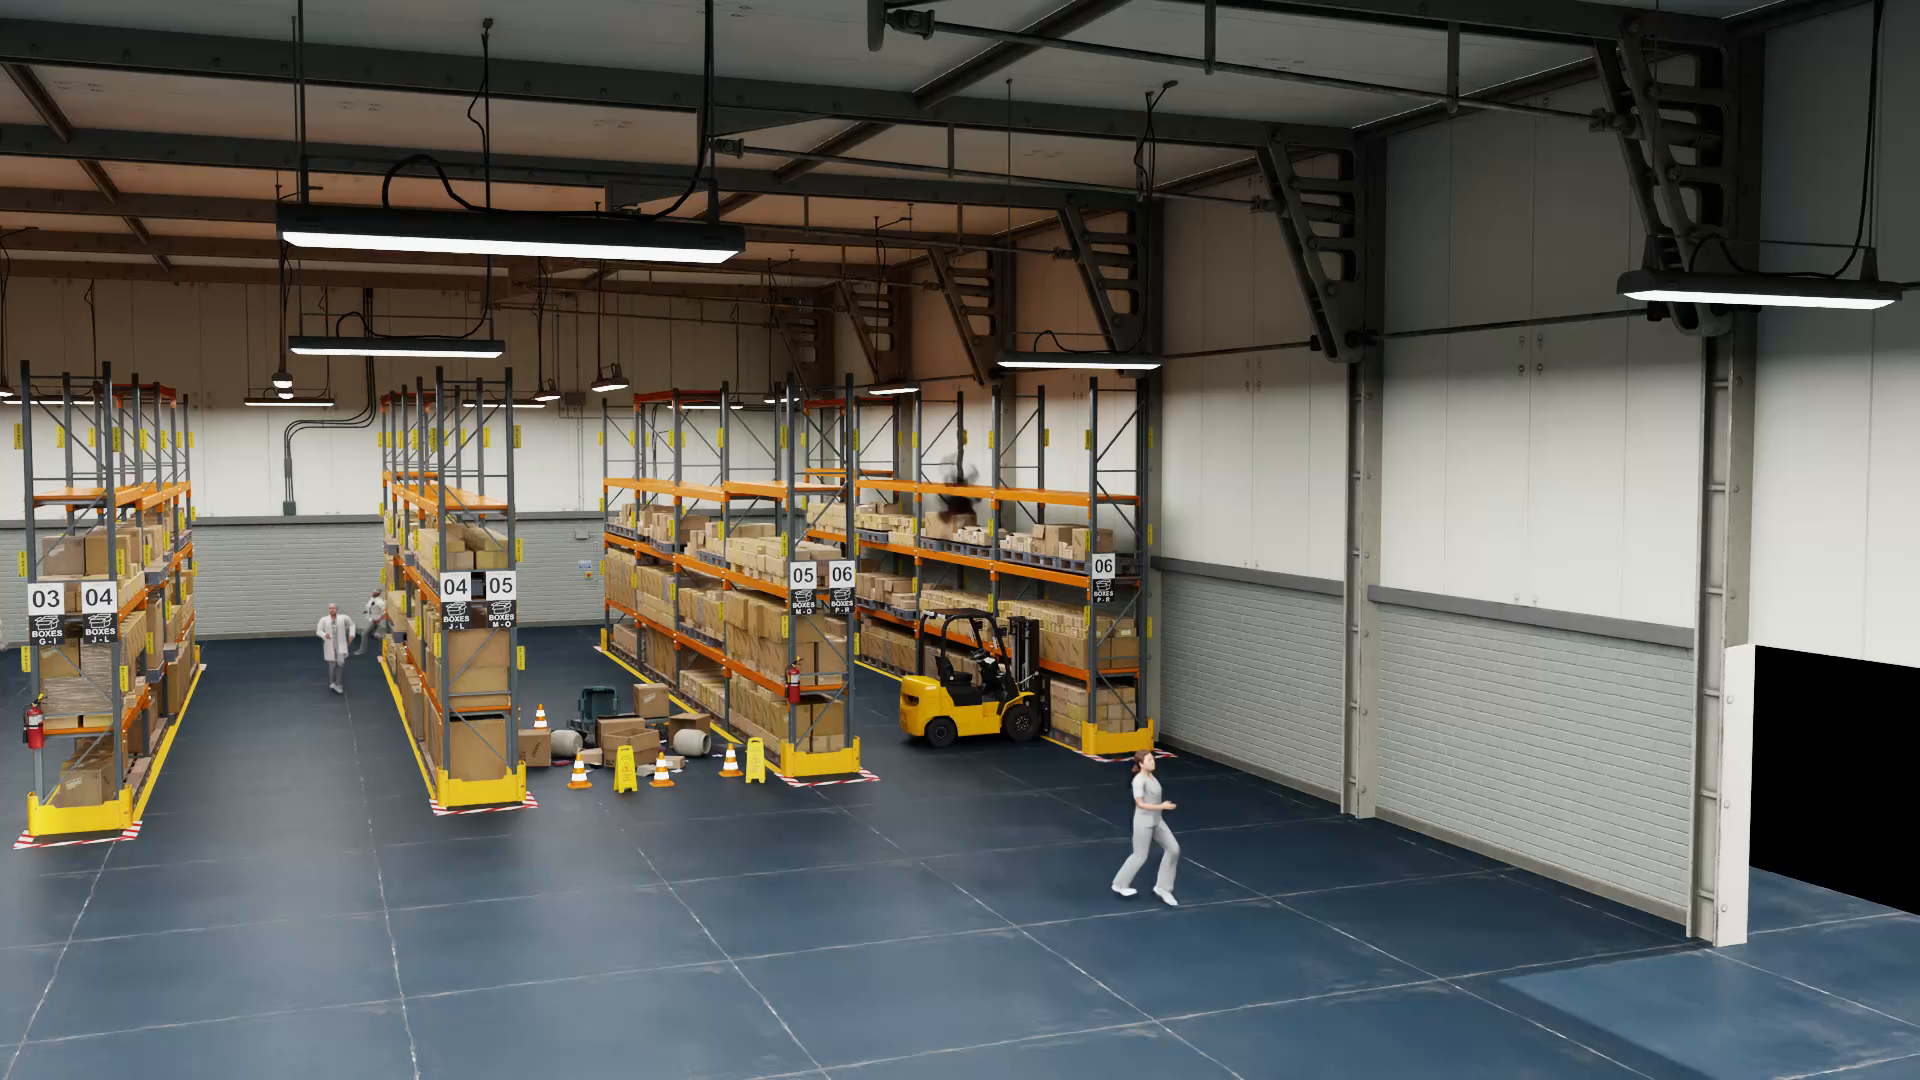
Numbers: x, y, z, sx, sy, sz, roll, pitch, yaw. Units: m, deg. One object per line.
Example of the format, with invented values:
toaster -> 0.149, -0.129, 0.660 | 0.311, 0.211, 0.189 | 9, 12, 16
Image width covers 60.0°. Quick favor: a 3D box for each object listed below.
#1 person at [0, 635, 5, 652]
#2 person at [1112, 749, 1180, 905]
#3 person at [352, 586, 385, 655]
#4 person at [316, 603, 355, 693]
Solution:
person -> -18.171, 2.265, 30.971 | 0.689, 1.743, 0.833 | -2, 4, -30
person -> 2.018, 3.103, 18.040 | 0.744, 1.697, 0.570 | 2, 4, 32
person -> -13.748, 1.863, 38.787 | 0.845, 1.608, 0.785 | -1, 4, -14
person -> -12.409, 2.153, 33.066 | 0.719, 1.801, 0.796 | -1, 4, -17
